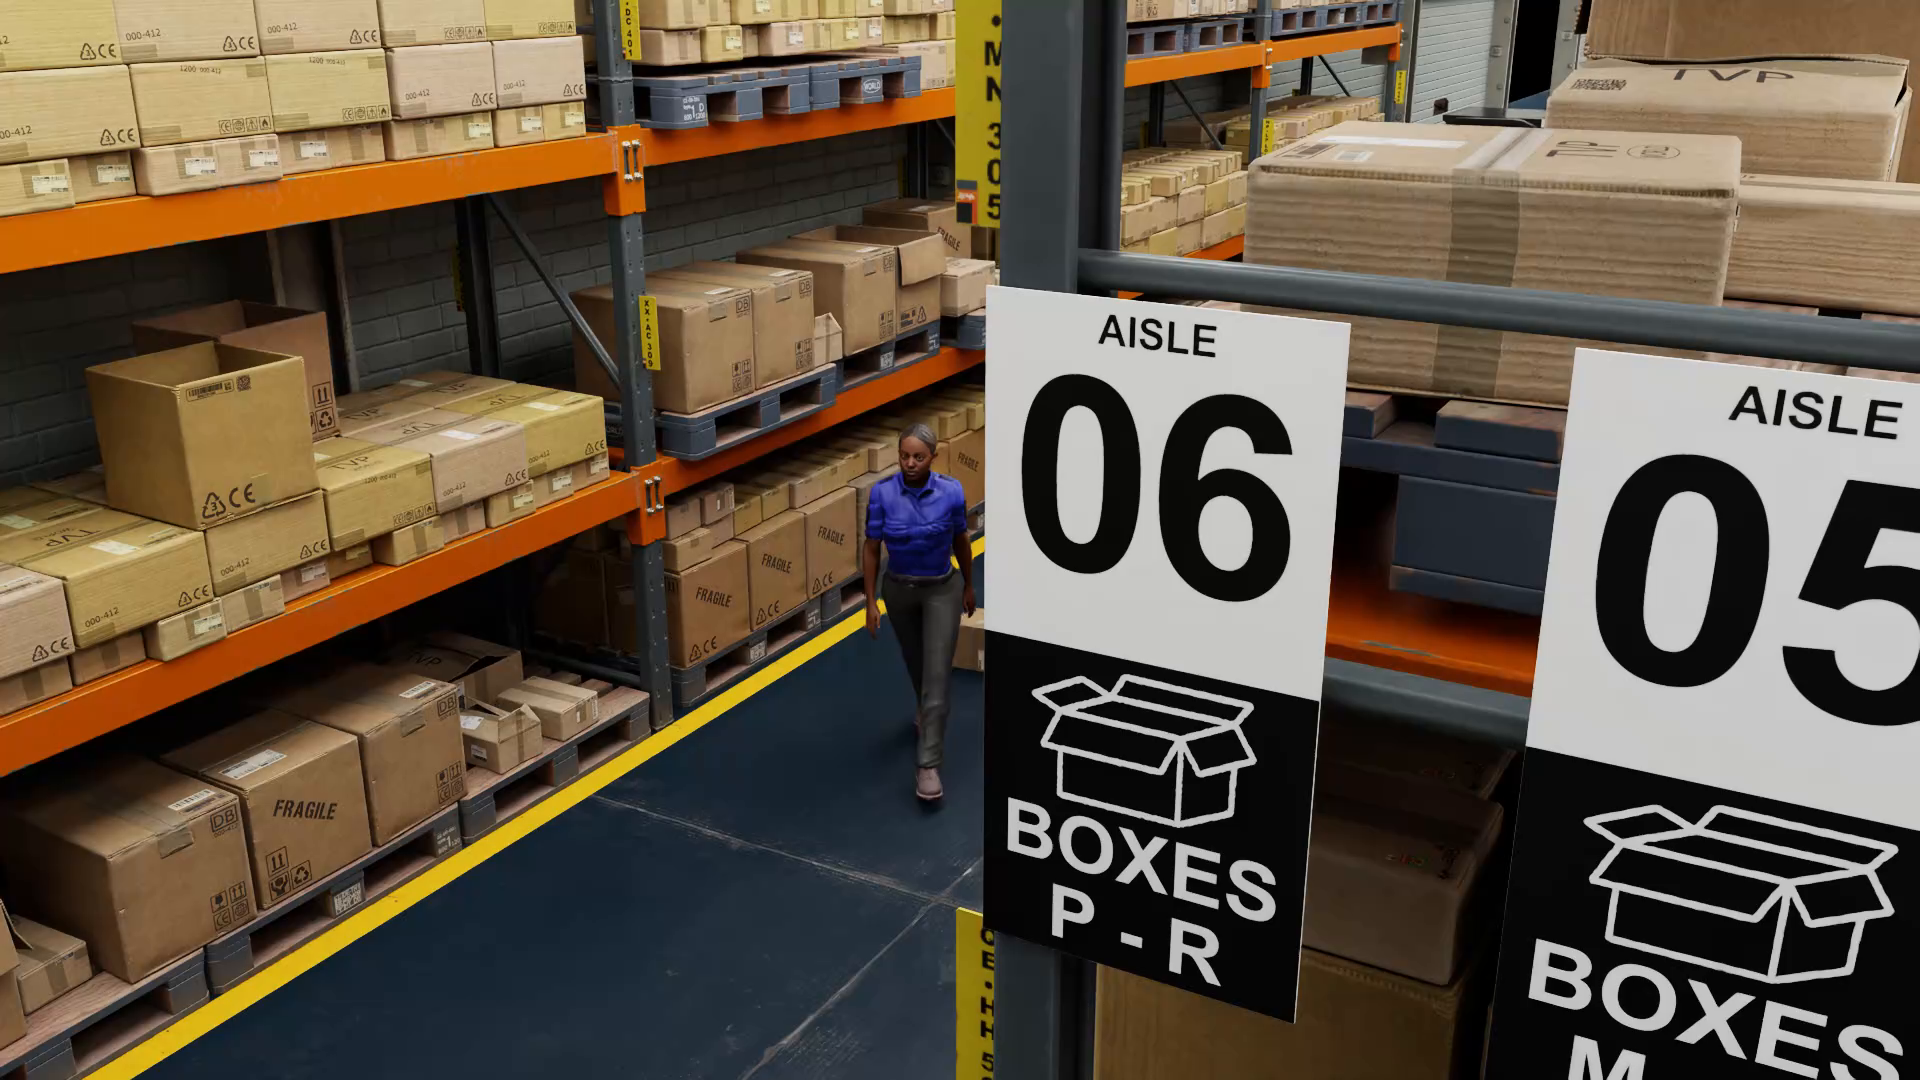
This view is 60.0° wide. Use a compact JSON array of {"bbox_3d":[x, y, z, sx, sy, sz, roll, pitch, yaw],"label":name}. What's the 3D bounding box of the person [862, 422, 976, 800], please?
[{"bbox_3d":[-0.190,0.238,7.395,0.477,1.580,1.007,3,20,8],"label":"person"}]
